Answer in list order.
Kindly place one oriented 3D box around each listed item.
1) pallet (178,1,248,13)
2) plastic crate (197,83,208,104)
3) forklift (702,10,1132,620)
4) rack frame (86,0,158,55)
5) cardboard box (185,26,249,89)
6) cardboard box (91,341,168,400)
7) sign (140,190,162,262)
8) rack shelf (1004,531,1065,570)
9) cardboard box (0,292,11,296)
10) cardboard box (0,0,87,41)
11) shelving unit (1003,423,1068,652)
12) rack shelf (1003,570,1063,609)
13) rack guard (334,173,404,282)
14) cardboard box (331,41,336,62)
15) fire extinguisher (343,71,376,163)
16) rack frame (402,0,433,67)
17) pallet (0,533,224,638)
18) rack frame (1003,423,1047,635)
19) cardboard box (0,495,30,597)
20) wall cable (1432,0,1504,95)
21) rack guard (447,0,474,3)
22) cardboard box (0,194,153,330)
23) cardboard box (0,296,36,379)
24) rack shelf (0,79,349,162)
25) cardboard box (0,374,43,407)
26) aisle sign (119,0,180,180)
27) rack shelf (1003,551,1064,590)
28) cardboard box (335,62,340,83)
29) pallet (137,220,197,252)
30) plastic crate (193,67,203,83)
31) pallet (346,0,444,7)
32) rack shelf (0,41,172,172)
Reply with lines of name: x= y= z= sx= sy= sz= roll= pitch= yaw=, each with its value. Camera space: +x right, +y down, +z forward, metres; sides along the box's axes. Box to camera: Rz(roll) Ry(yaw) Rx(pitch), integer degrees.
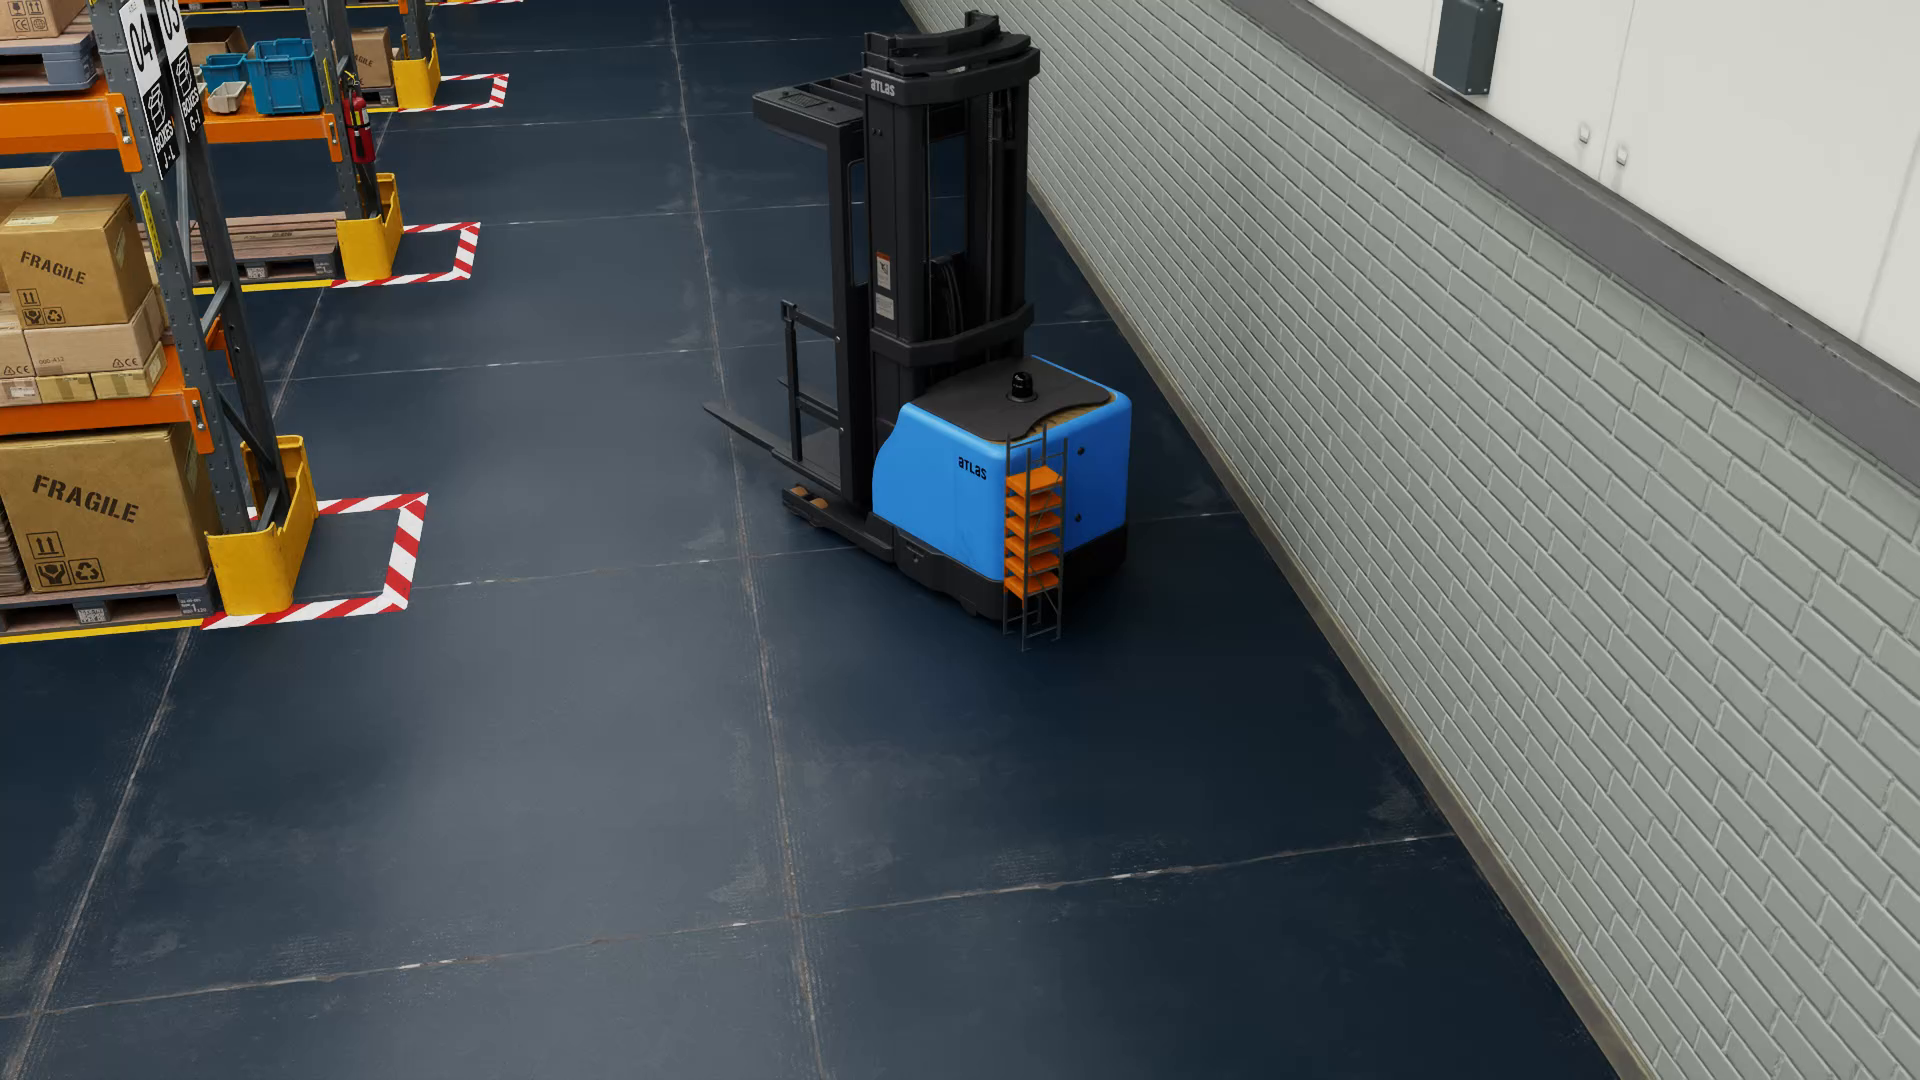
pallet: x=-9.811 y=-7.049 z=21.530 sx=1.213 sy=0.211 sz=1.003 roll=-5 pitch=31 yaw=-9
plastic crate: x=-5.912 y=-3.375 z=12.731 sx=0.243 sy=0.136 sz=0.396 roll=-5 pitch=31 yaw=-9
forklift: x=-0.418 y=-1.497 z=9.405 sx=1.130 sy=2.935 sz=3.031 roll=-25 pitch=38 yaw=-35
rack frame: x=-3.962 y=-3.763 z=7.272 sx=0.127 sy=3.000 sz=1.000 roll=-5 pitch=31 yaw=-9
cardboard box: x=-7.831 y=-5.039 z=17.389 sx=0.637 sy=0.503 sz=0.797 roll=-5 pitch=31 yaw=-9
cardboard box: x=-4.253 y=-0.872 z=8.522 sx=0.250 sy=0.149 sz=0.380 roll=-5 pitch=31 yaw=-8
sign: x=-3.878 y=-1.506 z=7.977 sx=0.005 sy=0.325 sz=0.100 roll=-5 pitch=31 yaw=-9
rack shelf: x=0.383 y=0.037 z=8.590 sx=0.258 sy=0.103 sz=0.180 roll=-17 pitch=35 yaw=-27
cardboard box: x=-4.993 y=-1.281 z=8.823 sx=0.500 sy=0.250 sz=0.500 roll=-6 pitch=31 yaw=-10
cardboard box: x=-4.464 y=-2.663 z=7.749 sx=0.500 sy=0.500 sz=0.700 roll=-7 pitch=31 yaw=-12
shelving unit: x=0.383 y=-0.001 z=8.568 sx=0.258 sy=1.200 sz=0.189 roll=-17 pitch=35 yaw=-27
rack shelf: x=0.383 y=0.244 z=8.712 sx=0.258 sy=0.103 sz=0.180 roll=-17 pitch=35 yaw=-27
rack guard: x=-4.833 y=-2.578 z=13.640 sx=0.348 sy=0.500 sz=1.175 roll=-5 pitch=31 yaw=-9
cardboard box: x=-6.821 y=-5.167 z=17.857 sx=0.500 sy=0.250 sz=0.500 roll=-5 pitch=31 yaw=-9
fire extinguisher: x=-4.624 y=-3.240 z=12.744 sx=0.183 sy=0.674 sz=0.296 roll=-5 pitch=31 yaw=-9
rack frame: x=-5.743 y=-6.116 z=17.193 sx=0.127 sy=3.000 sz=1.000 roll=-5 pitch=31 yaw=-9
pallet: x=-4.735 y=0.137 z=9.309 sx=1.213 sy=0.211 sz=1.003 roll=-5 pitch=31 yaw=-9
rack frame: x=0.335 y=-0.040 z=8.635 sx=0.240 sy=1.200 sz=0.006 roll=-17 pitch=35 yaw=-27
cardboard box: x=-5.473 y=-0.261 z=8.916 sx=0.875 sy=0.875 sz=0.875 roll=-5 pitch=31 yaw=-9
wall cable: x=2.220 y=-3.948 z=4.412 sx=0.120 sy=5.999 sz=2.277 roll=-5 pitch=31 yaw=-9
rack guard: x=-6.615 y=-7.511 z=22.030 sx=0.348 sy=0.500 sz=1.175 roll=-5 pitch=31 yaw=-9
cardboard box: x=-4.394 y=-1.388 z=8.266 sx=0.500 sy=0.500 sz=0.500 roll=-5 pitch=31 yaw=-8
cardboard box: x=-4.890 y=-1.018 z=8.377 sx=0.500 sy=0.250 sz=0.500 roll=-6 pitch=31 yaw=-10
rack shelf: x=-6.822 y=-3.154 z=12.864 sx=4.000 sy=0.370 sz=1.077 roll=-5 pitch=31 yaw=-9
cardboard box: x=-4.757 y=-0.825 z=8.442 sx=0.250 sy=0.149 sz=0.380 roll=-5 pitch=31 yaw=-9
aisle sign: x=-3.838 y=-2.155 z=7.890 sx=0.004 sy=0.787 sz=0.394 roll=-5 pitch=31 yaw=-9
rack shelf: x=0.383 y=0.141 z=8.651 sx=0.258 sy=0.103 sz=0.180 roll=-17 pitch=35 yaw=-27
cardboard box: x=-6.648 y=-4.920 z=17.520 sx=0.250 sy=0.166 sz=0.380 roll=-5 pitch=31 yaw=-9
pallet: x=-6.870 y=-2.279 z=13.417 sx=1.213 sy=0.211 sz=1.003 roll=-5 pitch=31 yaw=-9
plastic crate: x=-6.154 y=-3.650 z=13.200 sx=0.298 sy=0.136 sz=0.250 roll=-5 pitch=31 yaw=-9
pallet: x=-7.411 y=-7.272 z=21.909 sx=1.213 sy=0.211 sz=1.003 roll=-5 pitch=31 yaw=-9
rack shelf: x=-5.930 y=-1.977 z=7.904 sx=4.000 sy=0.370 sz=1.077 roll=-5 pitch=31 yaw=-9
